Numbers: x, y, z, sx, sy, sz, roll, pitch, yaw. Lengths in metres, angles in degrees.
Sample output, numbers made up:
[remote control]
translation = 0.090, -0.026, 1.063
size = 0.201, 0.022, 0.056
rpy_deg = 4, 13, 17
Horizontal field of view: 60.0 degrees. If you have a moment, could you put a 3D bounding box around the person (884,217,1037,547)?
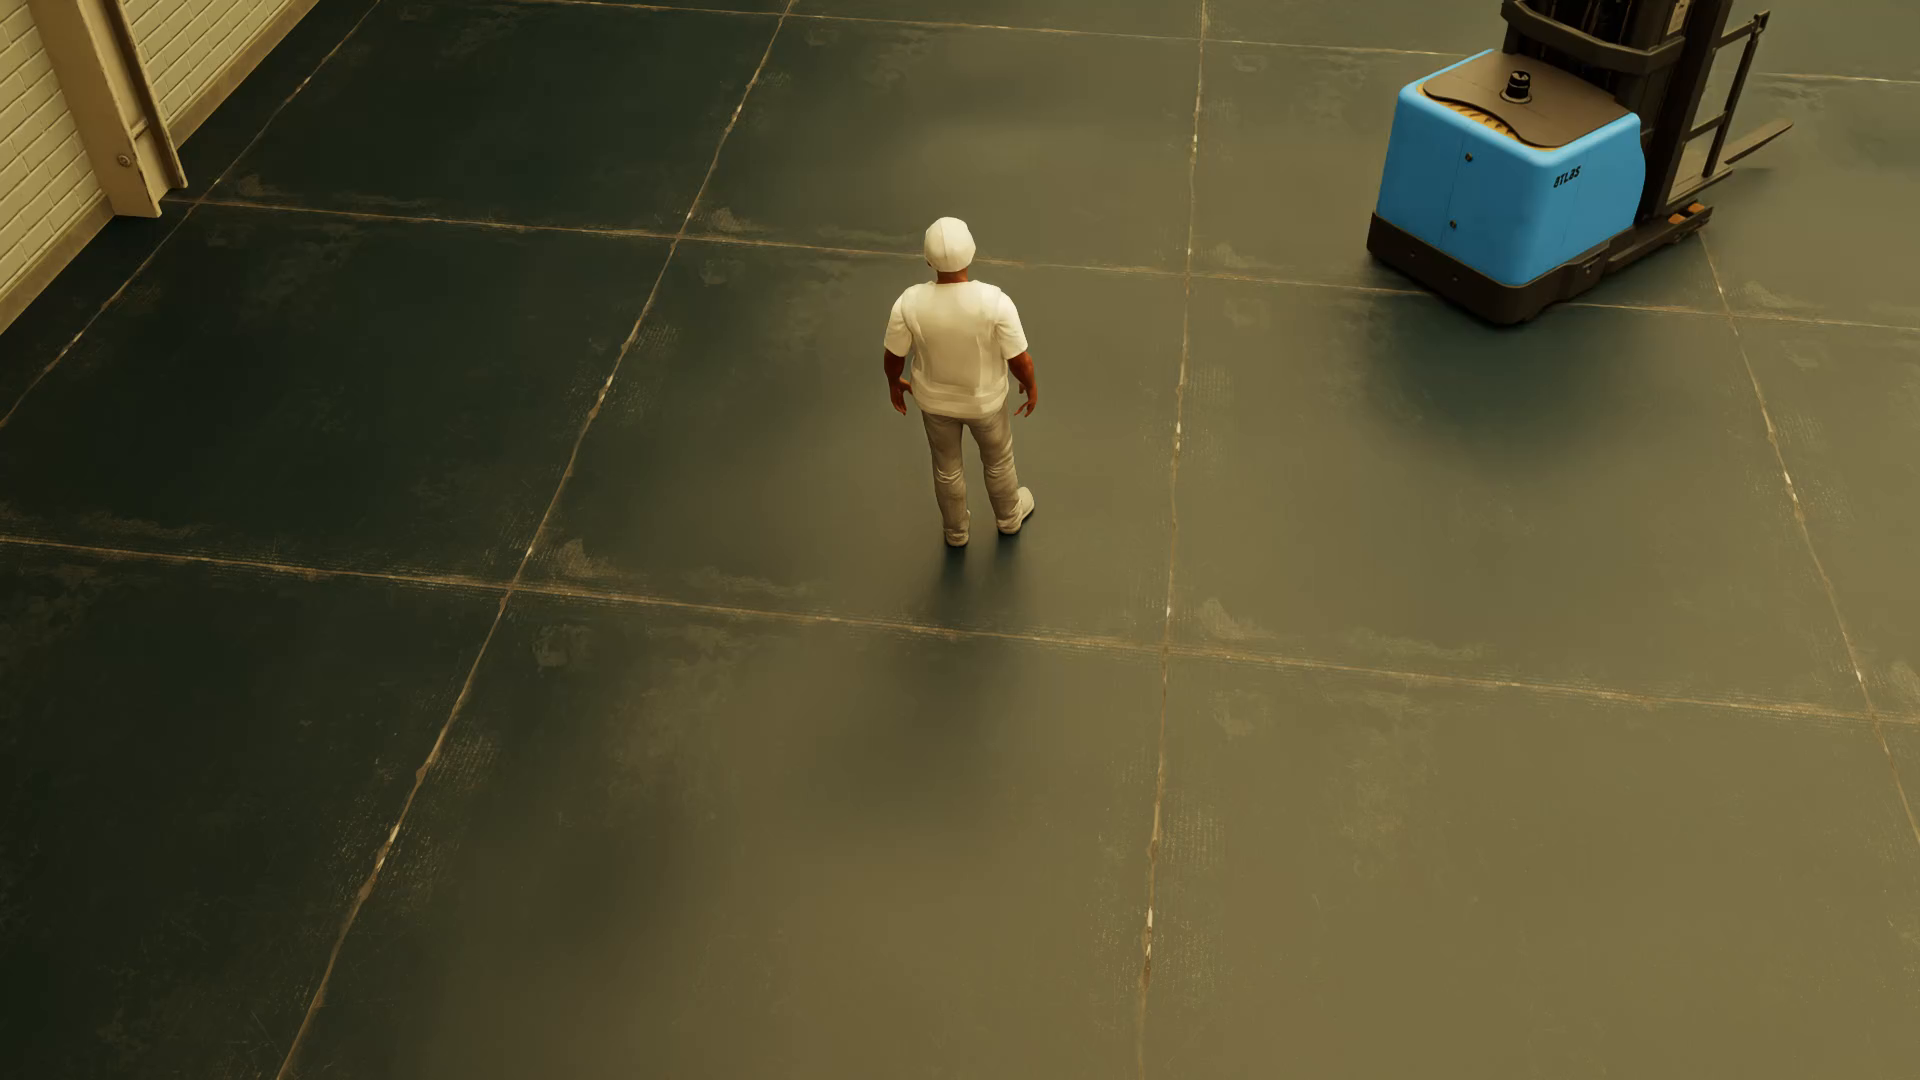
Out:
[person]
translation = 0.015, -0.702, 7.338
size = 0.665, 1.765, 0.577
rpy_deg = 5, 43, 6

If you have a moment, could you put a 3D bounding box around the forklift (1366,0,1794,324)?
[forklift]
translation = 3.827, -3.083, 9.080
size = 3.031, 2.935, 1.130
rpy_deg = -28, 49, -27
